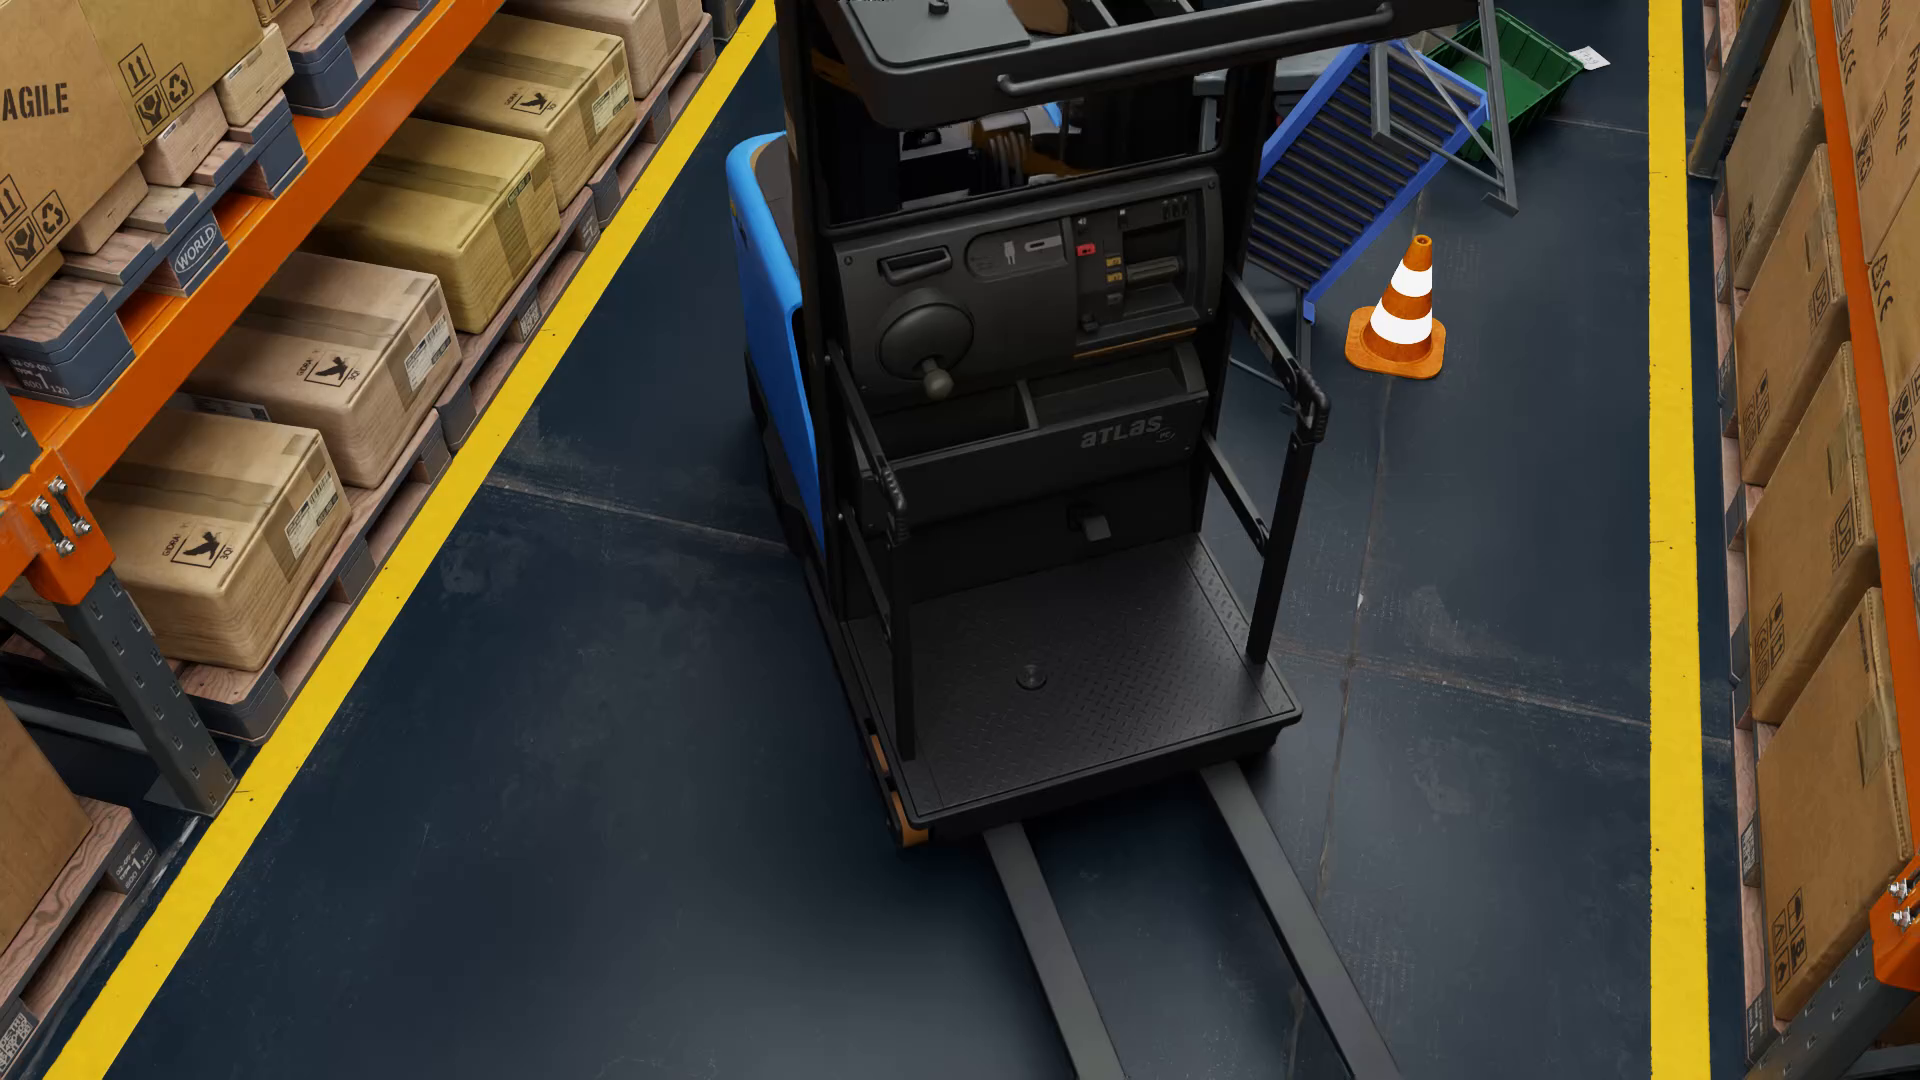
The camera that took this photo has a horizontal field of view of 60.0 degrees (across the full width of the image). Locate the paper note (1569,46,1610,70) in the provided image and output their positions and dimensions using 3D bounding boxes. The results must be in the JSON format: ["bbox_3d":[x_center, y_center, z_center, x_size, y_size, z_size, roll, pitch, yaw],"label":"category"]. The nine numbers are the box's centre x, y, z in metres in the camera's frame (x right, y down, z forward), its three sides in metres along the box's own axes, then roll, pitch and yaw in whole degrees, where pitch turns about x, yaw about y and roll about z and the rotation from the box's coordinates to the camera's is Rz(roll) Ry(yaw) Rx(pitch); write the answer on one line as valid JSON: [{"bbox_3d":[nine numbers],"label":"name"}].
[{"bbox_3d":[2.646,-2.039,7.029,0.147,0.020,0.142,-19,51,-16],"label":"paper note"}]

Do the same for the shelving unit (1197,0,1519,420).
[{"bbox_3d":[1.280,-1.329,5.632,0.538,1.048,1.500,24,47,-15],"label":"shelving unit"}]

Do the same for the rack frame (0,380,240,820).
[{"bbox_3d":[-2.512,-0.367,3.573,1.000,3.000,0.127,12,50,10],"label":"rack frame"}]

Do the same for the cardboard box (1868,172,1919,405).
[{"bbox_3d":[2.414,-0.597,3.710,0.500,0.500,0.500,11,49,9],"label":"cardboard box"}]

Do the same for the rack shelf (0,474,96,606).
[{"bbox_3d":[-3.039,1.318,2.566,1.077,0.370,4.000,12,50,10],"label":"rack shelf"}]

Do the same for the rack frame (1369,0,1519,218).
[{"bbox_3d":[1.507,-1.604,5.270,0.500,0.032,1.500,24,47,-15],"label":"rack frame"}]

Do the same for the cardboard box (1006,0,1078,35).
[{"bbox_3d":[0.266,-2.354,6.489,0.500,0.500,0.500,12,50,10],"label":"cardboard box"}]

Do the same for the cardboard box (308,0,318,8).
[{"bbox_3d":[-1.907,-1.605,4.553,0.380,0.149,0.250,13,50,12],"label":"cardboard box"}]

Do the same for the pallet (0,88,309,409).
[{"bbox_3d":[-2.427,-0.840,4.119,1.213,0.211,1.003,12,50,10],"label":"pallet"}]

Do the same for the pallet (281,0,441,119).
[{"bbox_3d":[-2.031,-1.744,4.916,1.003,0.211,1.213,12,50,10],"label":"pallet"}]

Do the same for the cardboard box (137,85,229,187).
[{"bbox_3d":[-2.024,-1.008,4.026,0.380,0.149,0.250,9,49,8],"label":"cardboard box"}]

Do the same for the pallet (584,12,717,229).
[{"bbox_3d":[-1.663,-1.774,6.675,1.003,0.211,1.213,12,50,10],"label":"pallet"}]

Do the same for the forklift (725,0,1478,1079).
[{"bbox_3d":[0.245,-0.489,3.727,1.130,2.935,3.031,-14,50,-12],"label":"forklift"}]

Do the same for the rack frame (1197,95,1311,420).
[{"bbox_3d":[1.052,-1.054,5.995,0.500,0.032,1.500,24,47,-15],"label":"rack frame"}]

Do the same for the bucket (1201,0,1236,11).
[{"bbox_3d":[1.154,-2.330,6.475,0.726,0.611,0.620,28,64,22],"label":"bucket"}]

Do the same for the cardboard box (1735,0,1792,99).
[{"bbox_3d":[3.576,-2.234,6.358,0.875,0.875,0.875,12,50,11],"label":"cardboard box"}]

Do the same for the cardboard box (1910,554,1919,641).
[{"bbox_3d":[2.149,0.125,3.073,0.500,0.500,0.500,12,50,10],"label":"cardboard box"}]

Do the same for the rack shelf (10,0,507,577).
[{"bbox_3d":[-1.986,-1.576,5.120,1.077,0.370,4.000,12,50,10],"label":"rack shelf"}]

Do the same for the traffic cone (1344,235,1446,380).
[{"bbox_3d":[1.533,-0.845,5.687,0.336,0.463,0.334,12,50,10],"label":"traffic cone"}]

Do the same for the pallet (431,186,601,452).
[{"bbox_3d":[-1.982,-0.889,5.894,1.003,0.211,1.213,12,50,10],"label":"pallet"}]

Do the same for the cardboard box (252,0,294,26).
[{"bbox_3d":[-1.907,-1.681,4.188,0.500,0.500,0.500,12,50,11],"label":"cardboard box"}]

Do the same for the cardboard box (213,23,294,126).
[{"bbox_3d":[-1.932,-1.203,4.198,0.380,0.149,0.250,12,50,10],"label":"cardboard box"}]

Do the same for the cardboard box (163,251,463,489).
[{"bbox_3d":[-2.167,-0.579,5.233,0.950,0.372,0.625,11,49,9],"label":"cardboard box"}]

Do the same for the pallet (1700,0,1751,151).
[{"bbox_3d":[3.618,-1.968,6.847,1.003,0.211,1.213,12,50,10],"label":"pallet"}]

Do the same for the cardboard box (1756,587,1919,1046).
[{"bbox_3d":[2.537,0.719,3.835,1.050,0.750,0.750,11,49,10],"label":"cardboard box"}]

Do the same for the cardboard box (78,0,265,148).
[{"bbox_3d":[-2.040,-1.296,3.848,0.500,0.500,0.500,14,50,12],"label":"cardboard box"}]

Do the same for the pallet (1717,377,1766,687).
[{"bbox_3d":[2.893,0.024,5.088,1.003,0.211,1.213,12,50,10],"label":"pallet"}]

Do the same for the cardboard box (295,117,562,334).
[{"bbox_3d":[-1.962,-1.126,5.716,0.950,0.372,0.625,13,50,11],"label":"cardboard box"}]

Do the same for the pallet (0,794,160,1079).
[{"bbox_3d":[-2.792,1.111,4.129,1.003,0.211,1.213,12,50,10],"label":"pallet"}]

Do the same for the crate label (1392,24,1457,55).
[{"bbox_3d":[1.973,-2.209,7.108,0.298,0.136,0.250,-19,51,-16],"label":"crate label"}]

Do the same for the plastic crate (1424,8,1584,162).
[{"bbox_3d":[2.124,-1.829,6.701,0.662,0.188,0.450,-37,68,-28],"label":"plastic crate"}]

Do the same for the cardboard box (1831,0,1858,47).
[{"bbox_3d":[2.812,-1.697,4.680,0.500,0.500,0.500,12,50,10],"label":"cardboard box"}]

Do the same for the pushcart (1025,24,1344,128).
[{"bbox_3d":[0.753,-1.979,6.745,1.648,0.377,0.936,-4,49,-3],"label":"pushcart"}]

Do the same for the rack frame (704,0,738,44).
[{"bbox_3d":[-1.459,-3.260,6.127,1.000,3.000,0.127,12,50,10],"label":"rack frame"}]

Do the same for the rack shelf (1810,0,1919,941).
[{"bbox_3d":[2.816,-0.672,4.322,1.077,0.370,4.000,12,50,10],"label":"rack shelf"}]

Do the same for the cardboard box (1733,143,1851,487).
[{"bbox_3d":[3.008,-0.587,4.988,1.050,0.750,0.750,12,50,10],"label":"cardboard box"}]

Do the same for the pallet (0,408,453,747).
[{"bbox_3d":[-2.305,-0.009,5.117,1.003,0.211,1.213,12,50,10],"label":"pallet"}]

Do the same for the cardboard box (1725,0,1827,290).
[{"bbox_3d":[3.266,-1.284,5.603,1.050,0.750,0.750,11,50,10],"label":"cardboard box"}]

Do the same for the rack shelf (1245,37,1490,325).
[{"bbox_3d":[1.253,-1.196,5.515,0.538,1.000,0.185,24,47,-15],"label":"rack shelf"}]

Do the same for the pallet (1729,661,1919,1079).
[{"bbox_3d":[2.570,0.904,4.311,1.003,0.211,1.213,12,50,10],"label":"pallet"}]

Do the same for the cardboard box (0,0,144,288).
[{"bbox_3d":[-2.171,-0.917,3.514,0.500,0.500,0.500,10,49,9],"label":"cardboard box"}]

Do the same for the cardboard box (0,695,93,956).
[{"bbox_3d":[-2.774,0.680,3.786,0.875,0.875,0.875,11,50,10],"label":"cardboard box"}]

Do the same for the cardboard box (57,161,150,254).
[{"bbox_3d":[-2.141,-0.819,3.860,0.380,0.149,0.250,9,49,8],"label":"cardboard box"}]

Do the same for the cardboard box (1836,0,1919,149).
[{"bbox_3d":[2.678,-1.336,4.362,0.500,0.500,0.500,11,50,10],"label":"cardboard box"}]

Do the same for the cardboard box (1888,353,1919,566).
[{"bbox_3d":[2.282,-0.236,3.391,0.500,0.500,0.500,12,50,10],"label":"cardboard box"}]

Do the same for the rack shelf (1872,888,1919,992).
[{"bbox_3d":[1.763,2.221,1.769,1.077,0.370,4.000,12,50,10],"label":"rack shelf"}]

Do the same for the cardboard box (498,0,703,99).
[{"bbox_3d":[-1.595,-2.150,6.619,0.950,0.372,0.625,12,50,11],"label":"cardboard box"}]

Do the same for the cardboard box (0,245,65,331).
[{"bbox_3d":[-2.247,-0.621,3.685,0.380,0.149,0.250,9,49,8],"label":"cardboard box"}]

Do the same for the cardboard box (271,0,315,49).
[{"bbox_3d":[-1.944,-1.393,4.366,0.380,0.149,0.250,14,50,12],"label":"cardboard box"}]

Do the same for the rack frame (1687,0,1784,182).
[{"bbox_3d":[3.343,-2.357,5.329,1.000,3.000,0.127,12,50,10],"label":"rack frame"}]

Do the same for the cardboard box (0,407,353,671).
[{"bbox_3d":[-2.354,-0.043,4.760,0.950,0.372,0.625,9,49,7],"label":"cardboard box"}]

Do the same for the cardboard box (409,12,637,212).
[{"bbox_3d":[-1.781,-1.629,6.160,0.950,0.372,0.625,14,50,12],"label":"cardboard box"}]

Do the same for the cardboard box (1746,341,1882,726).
[{"bbox_3d":[2.764,0.086,4.394,1.050,0.750,0.750,12,50,11],"label":"cardboard box"}]

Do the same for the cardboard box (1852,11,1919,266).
[{"bbox_3d":[2.544,-0.969,4.038,0.500,0.500,0.500,12,50,11],"label":"cardboard box"}]

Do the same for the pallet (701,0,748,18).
[{"bbox_3d":[-1.317,-2.830,7.607,1.003,0.211,1.213,12,50,10],"label":"pallet"}]

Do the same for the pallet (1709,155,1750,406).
[{"bbox_3d":[3.212,-0.861,5.869,1.003,0.211,1.213,12,50,10],"label":"pallet"}]
